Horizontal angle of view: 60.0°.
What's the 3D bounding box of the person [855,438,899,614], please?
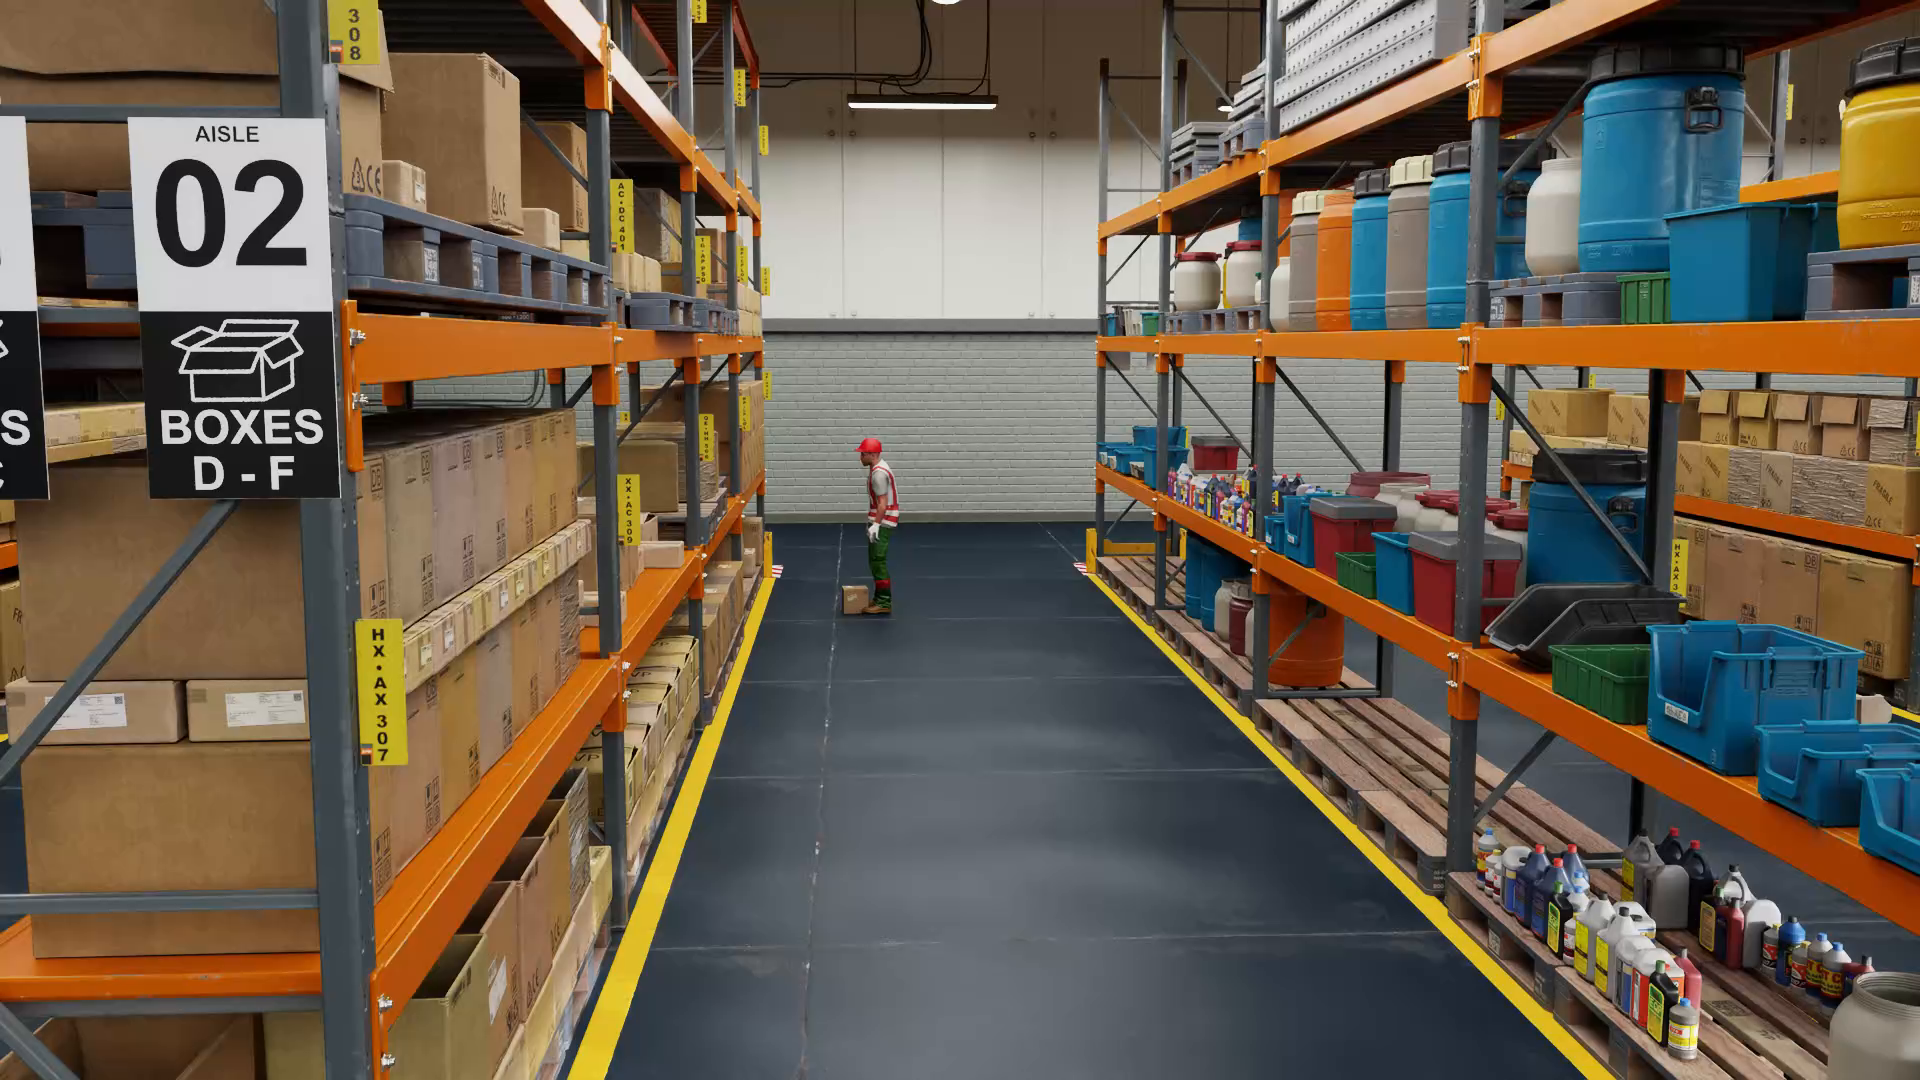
[{"bbox_3d":[-0.847,-0.151,16.943,0.448,1.780,0.608,0,7,-3],"label":"person"}]
